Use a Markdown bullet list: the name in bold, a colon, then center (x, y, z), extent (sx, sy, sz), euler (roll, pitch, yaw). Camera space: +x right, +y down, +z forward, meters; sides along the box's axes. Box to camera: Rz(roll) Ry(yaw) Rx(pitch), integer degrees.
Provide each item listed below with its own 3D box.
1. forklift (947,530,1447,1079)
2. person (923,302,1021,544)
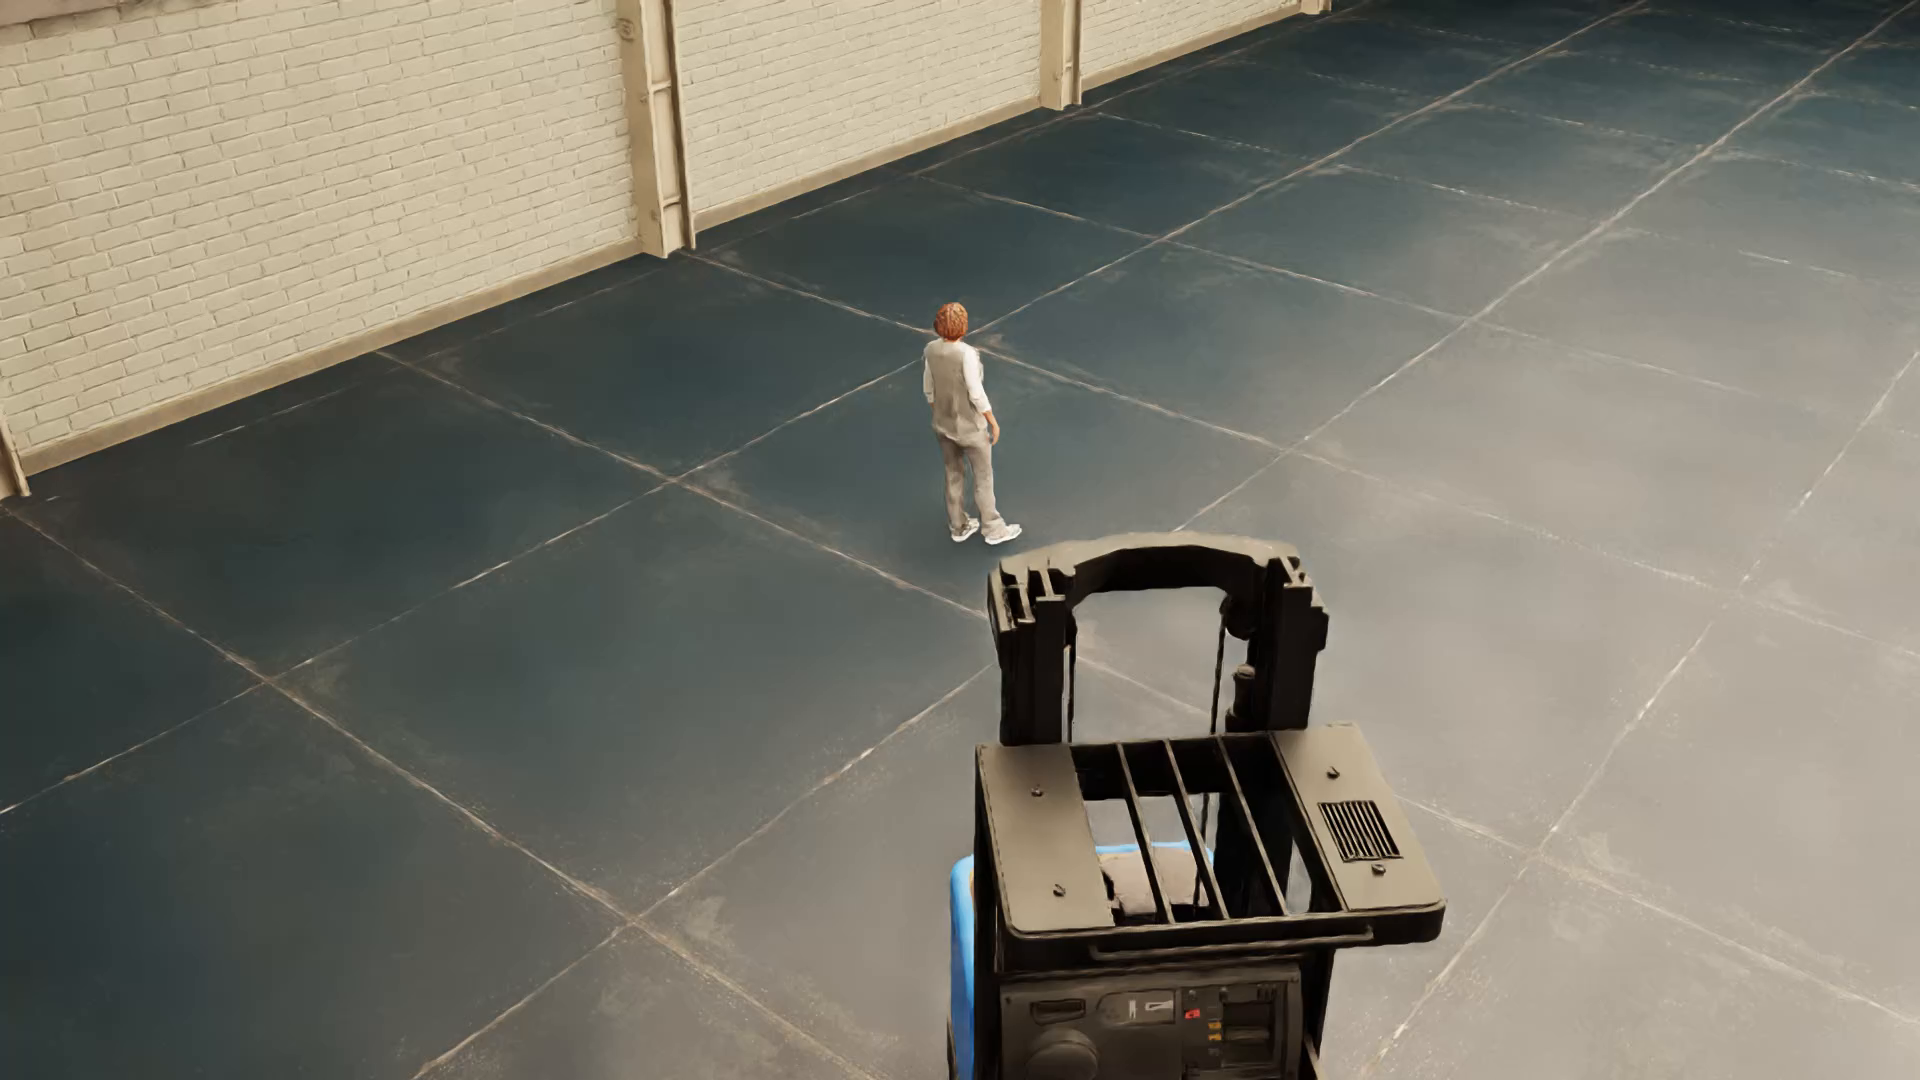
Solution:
- **forklift**: center (0.610, 1.575, 4.900), extent (1.130, 2.935, 3.031), euler (-3, 30, -5)
- **person**: center (0.057, -0.720, 10.136), extent (0.521, 1.597, 0.474), euler (22, 37, 33)
